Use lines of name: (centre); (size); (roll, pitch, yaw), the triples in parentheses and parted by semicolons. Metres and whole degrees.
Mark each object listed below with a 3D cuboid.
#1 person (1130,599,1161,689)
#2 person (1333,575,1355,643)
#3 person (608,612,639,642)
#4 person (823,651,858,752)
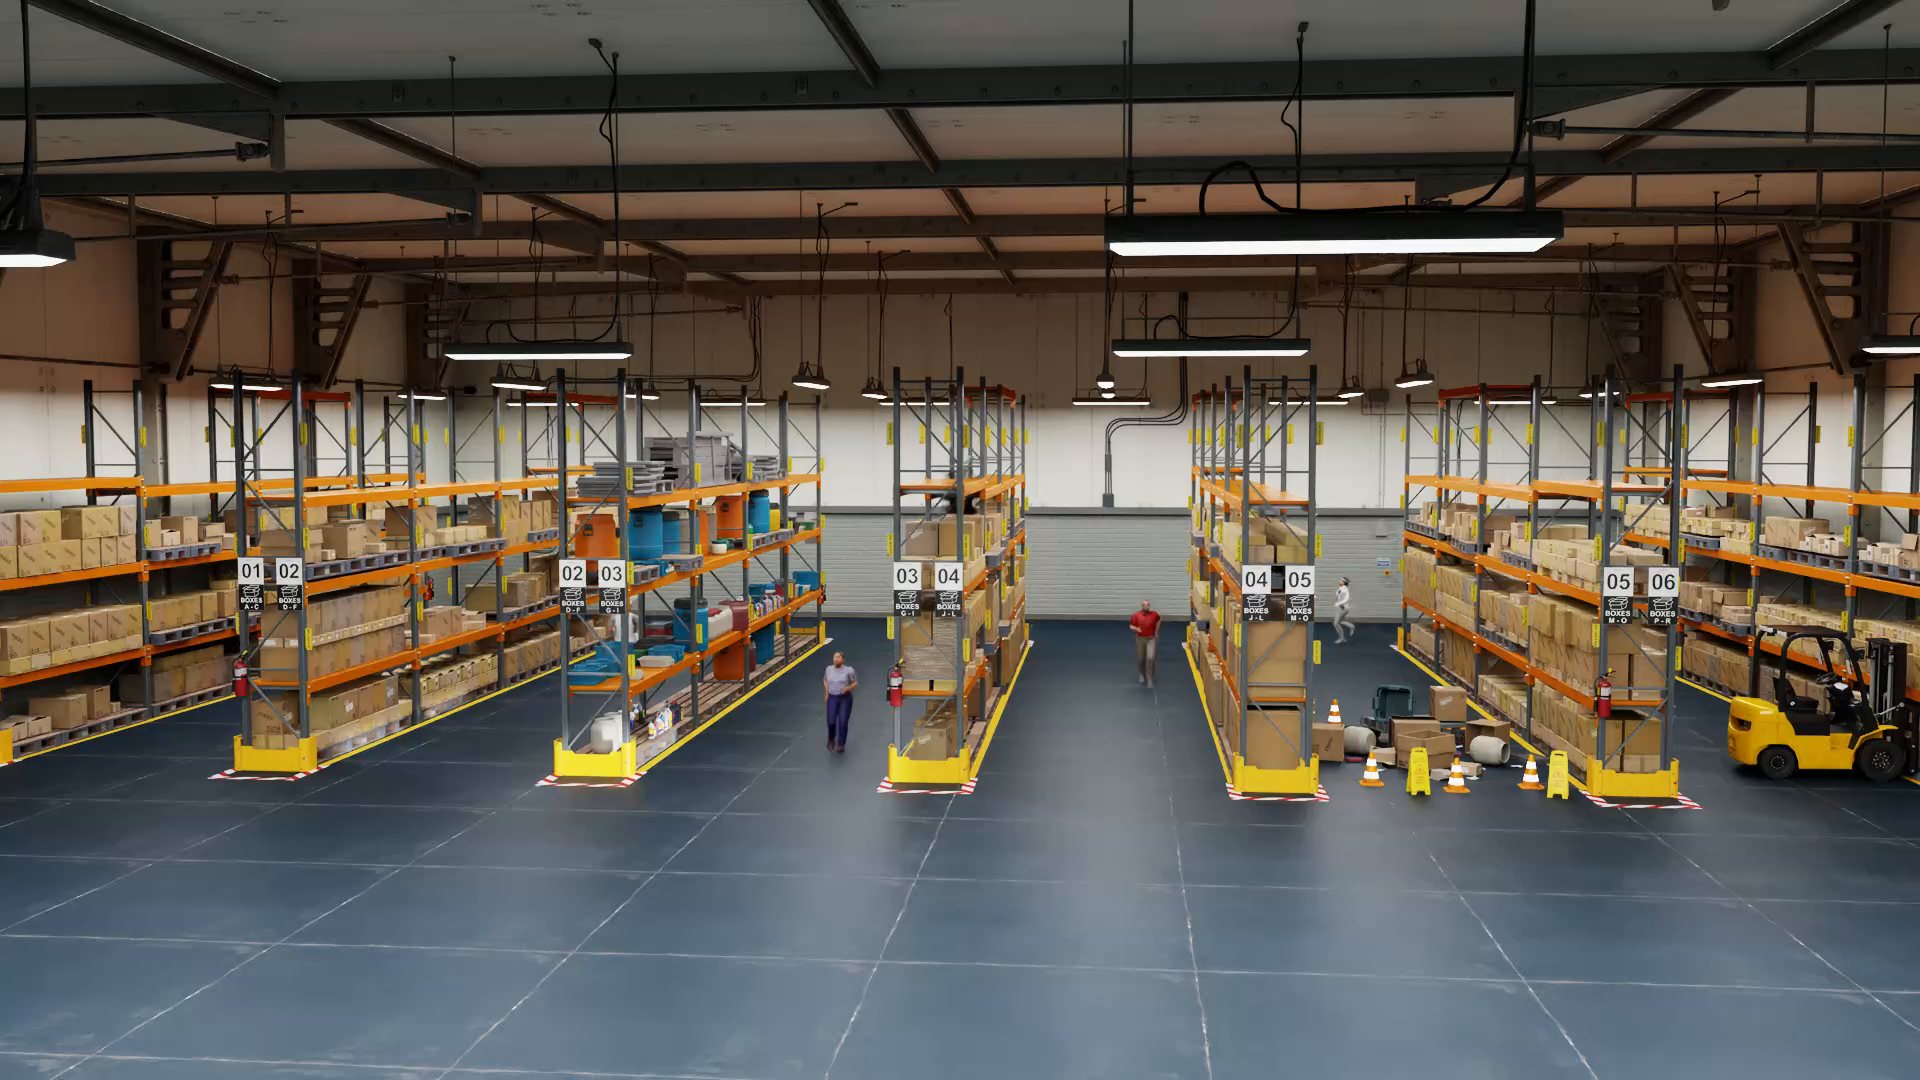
person: (3.713, 2.065, 33.384); (0.608, 1.767, 0.909); (1, 4, 9)
person: (9.341, 1.679, 40.431); (0.550, 1.656, 0.658); (0, 4, 8)
person: (-6.628, 2.072, 32.793); (0.632, 1.823, 0.705); (0, 4, -3)
person: (-1.906, 2.559, 26.264); (0.585, 1.615, 0.601); (0, 4, 5)
